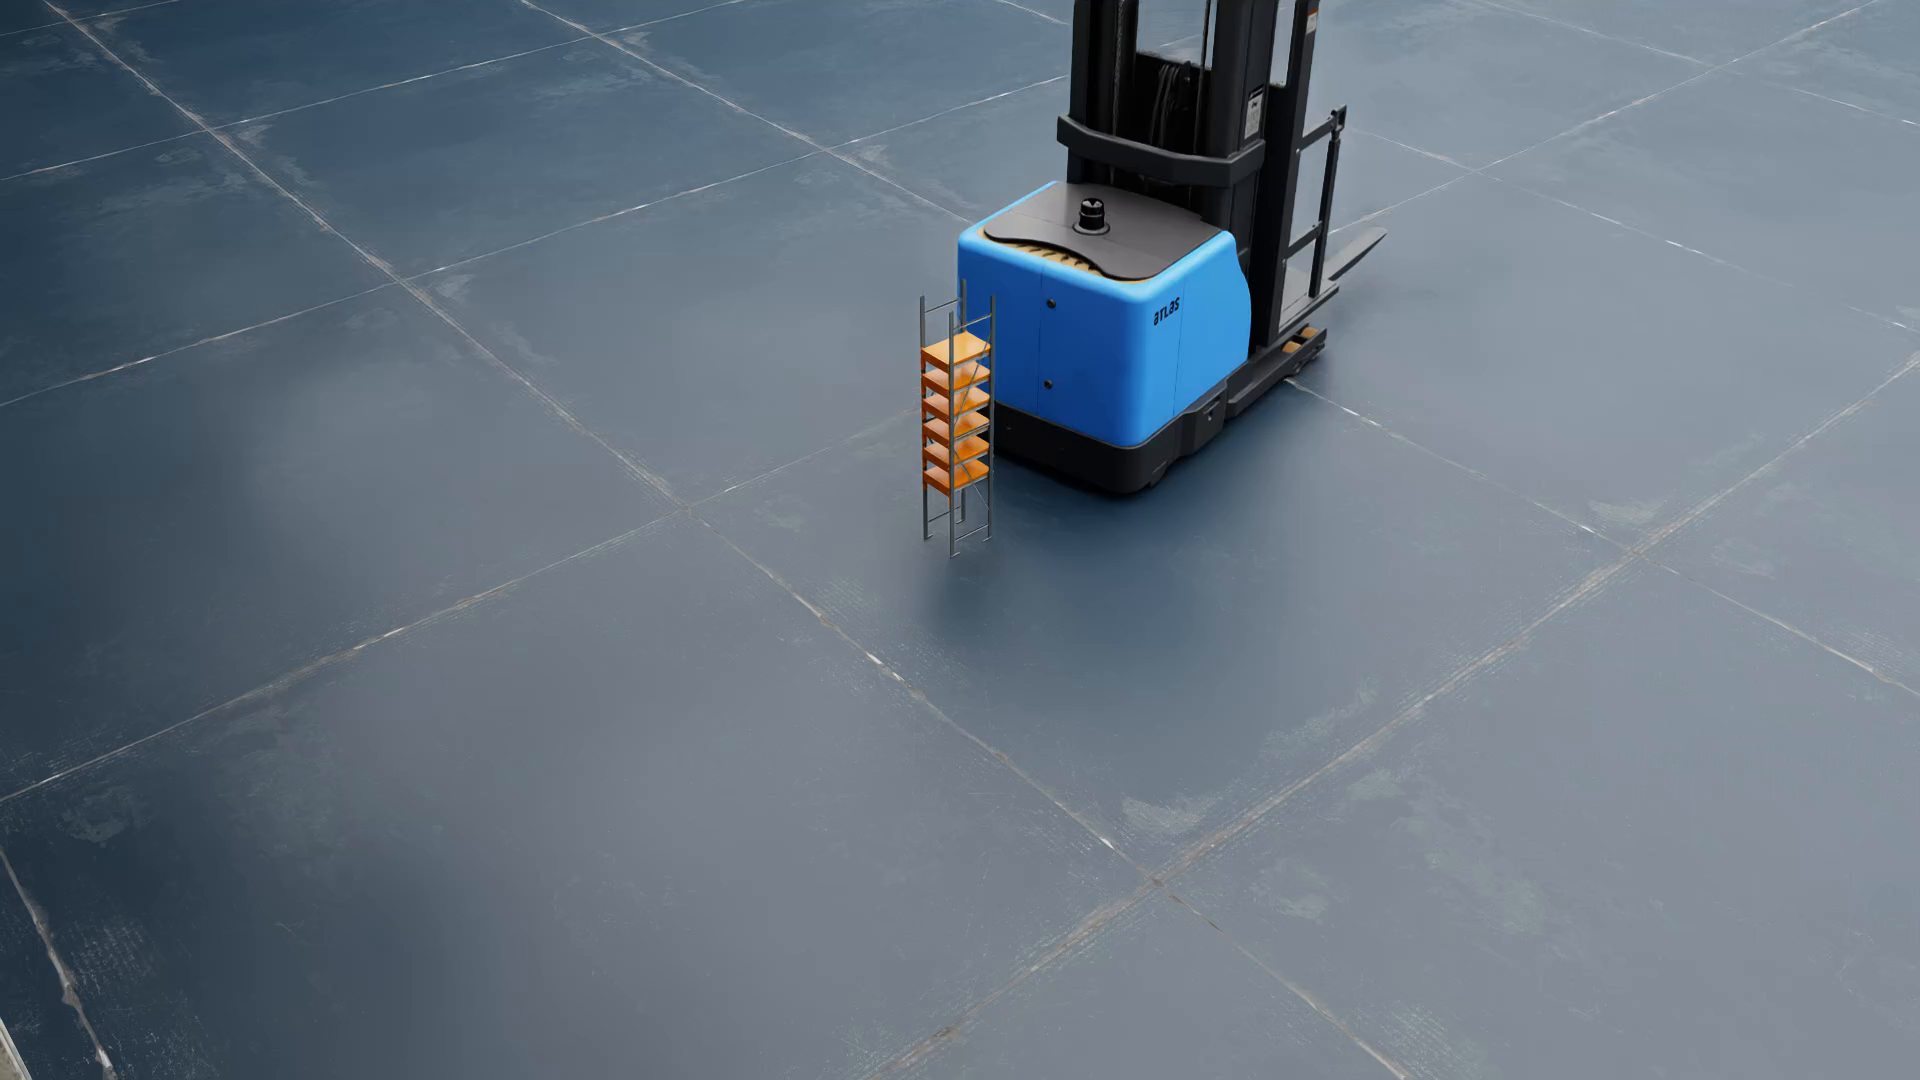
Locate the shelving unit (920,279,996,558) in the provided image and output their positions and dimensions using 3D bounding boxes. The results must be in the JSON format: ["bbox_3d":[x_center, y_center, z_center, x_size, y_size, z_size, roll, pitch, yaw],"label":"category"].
[{"bbox_3d":[-0.009,-0.496,7.045,0.258,1.200,0.189,-26,43,-32],"label":"shelving unit"}]

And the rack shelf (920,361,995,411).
[{"bbox_3d":[-0.009,-0.656,6.931,0.258,0.103,0.180,-26,43,-32],"label":"rack shelf"}]

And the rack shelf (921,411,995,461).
[{"bbox_3d":[-0.009,-0.460,7.070,0.258,0.103,0.180,-26,43,-32],"label":"rack shelf"}]

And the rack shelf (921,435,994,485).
[{"bbox_3d":[-0.009,-0.362,7.140,0.258,0.103,0.180,-26,43,-32],"label":"rack shelf"}]

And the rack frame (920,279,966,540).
[{"bbox_3d":[-0.068,-0.536,7.102,0.240,1.200,0.006,-26,43,-32],"label":"rack frame"}]

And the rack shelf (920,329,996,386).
[{"bbox_3d":[-0.009,-0.754,6.862,0.258,0.103,0.180,-26,43,-32],"label":"rack shelf"}]

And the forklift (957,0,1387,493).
[{"bbox_3d":[1.262,-2.206,7.961,1.130,2.935,3.031,24,42,30],"label":"forklift"}]

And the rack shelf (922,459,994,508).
[{"bbox_3d":[-0.009,-0.264,7.209,0.258,0.103,0.180,-26,43,-32],"label":"rack shelf"}]

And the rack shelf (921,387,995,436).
[{"bbox_3d":[-0.009,-0.558,7.001,0.258,0.103,0.180,-26,43,-32],"label":"rack shelf"}]

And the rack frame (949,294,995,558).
[{"bbox_3d":[0.050,-0.456,6.987,0.240,1.200,0.006,-26,43,-32],"label":"rack frame"}]

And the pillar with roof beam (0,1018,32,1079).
[{"bbox_3d":[1.439,-2.861,3.636,9.100,9.000,0.400,-26,43,-32],"label":"pillar with roof beam"}]
